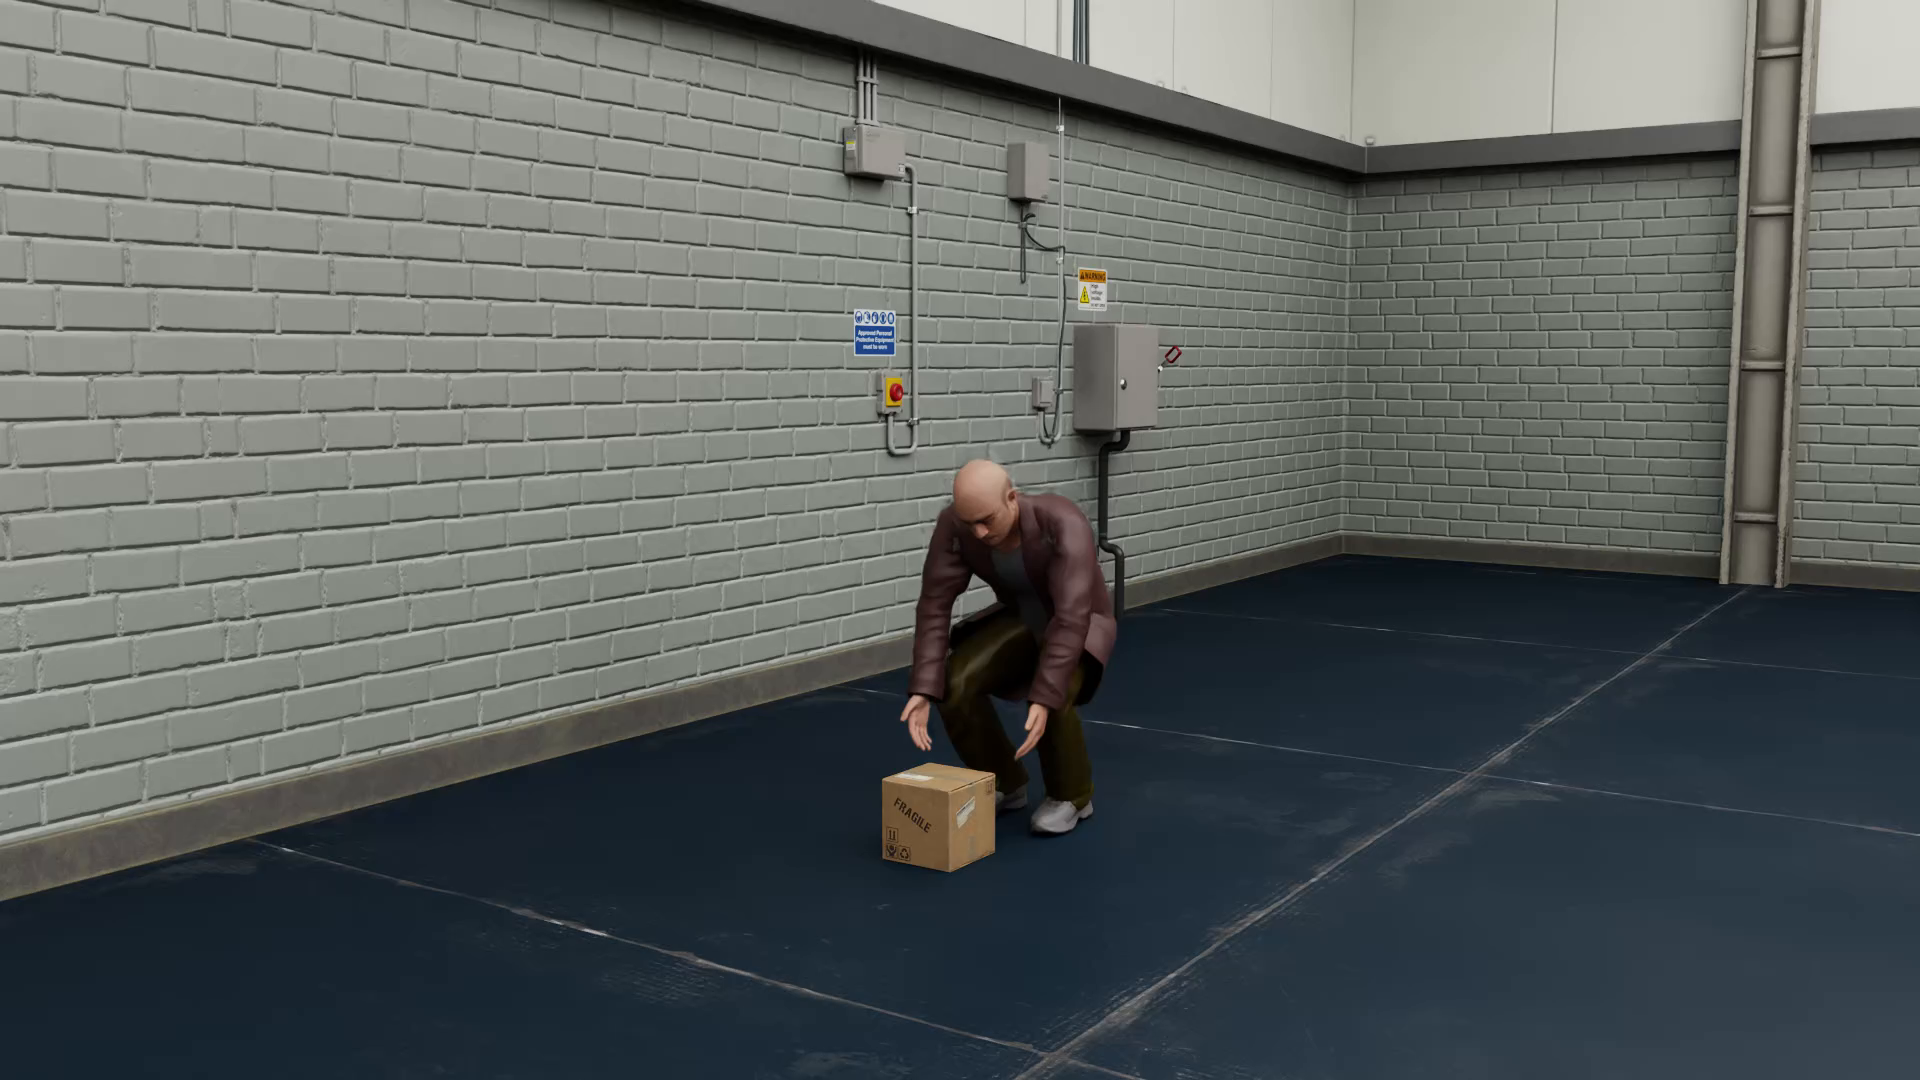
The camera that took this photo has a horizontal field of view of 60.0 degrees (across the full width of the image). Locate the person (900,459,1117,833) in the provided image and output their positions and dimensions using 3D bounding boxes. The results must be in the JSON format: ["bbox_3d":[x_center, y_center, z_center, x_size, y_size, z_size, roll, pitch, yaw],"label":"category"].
[{"bbox_3d":[0.213,0.329,5.359,0.626,1.211,0.816,4,7,33],"label":"person"}]
